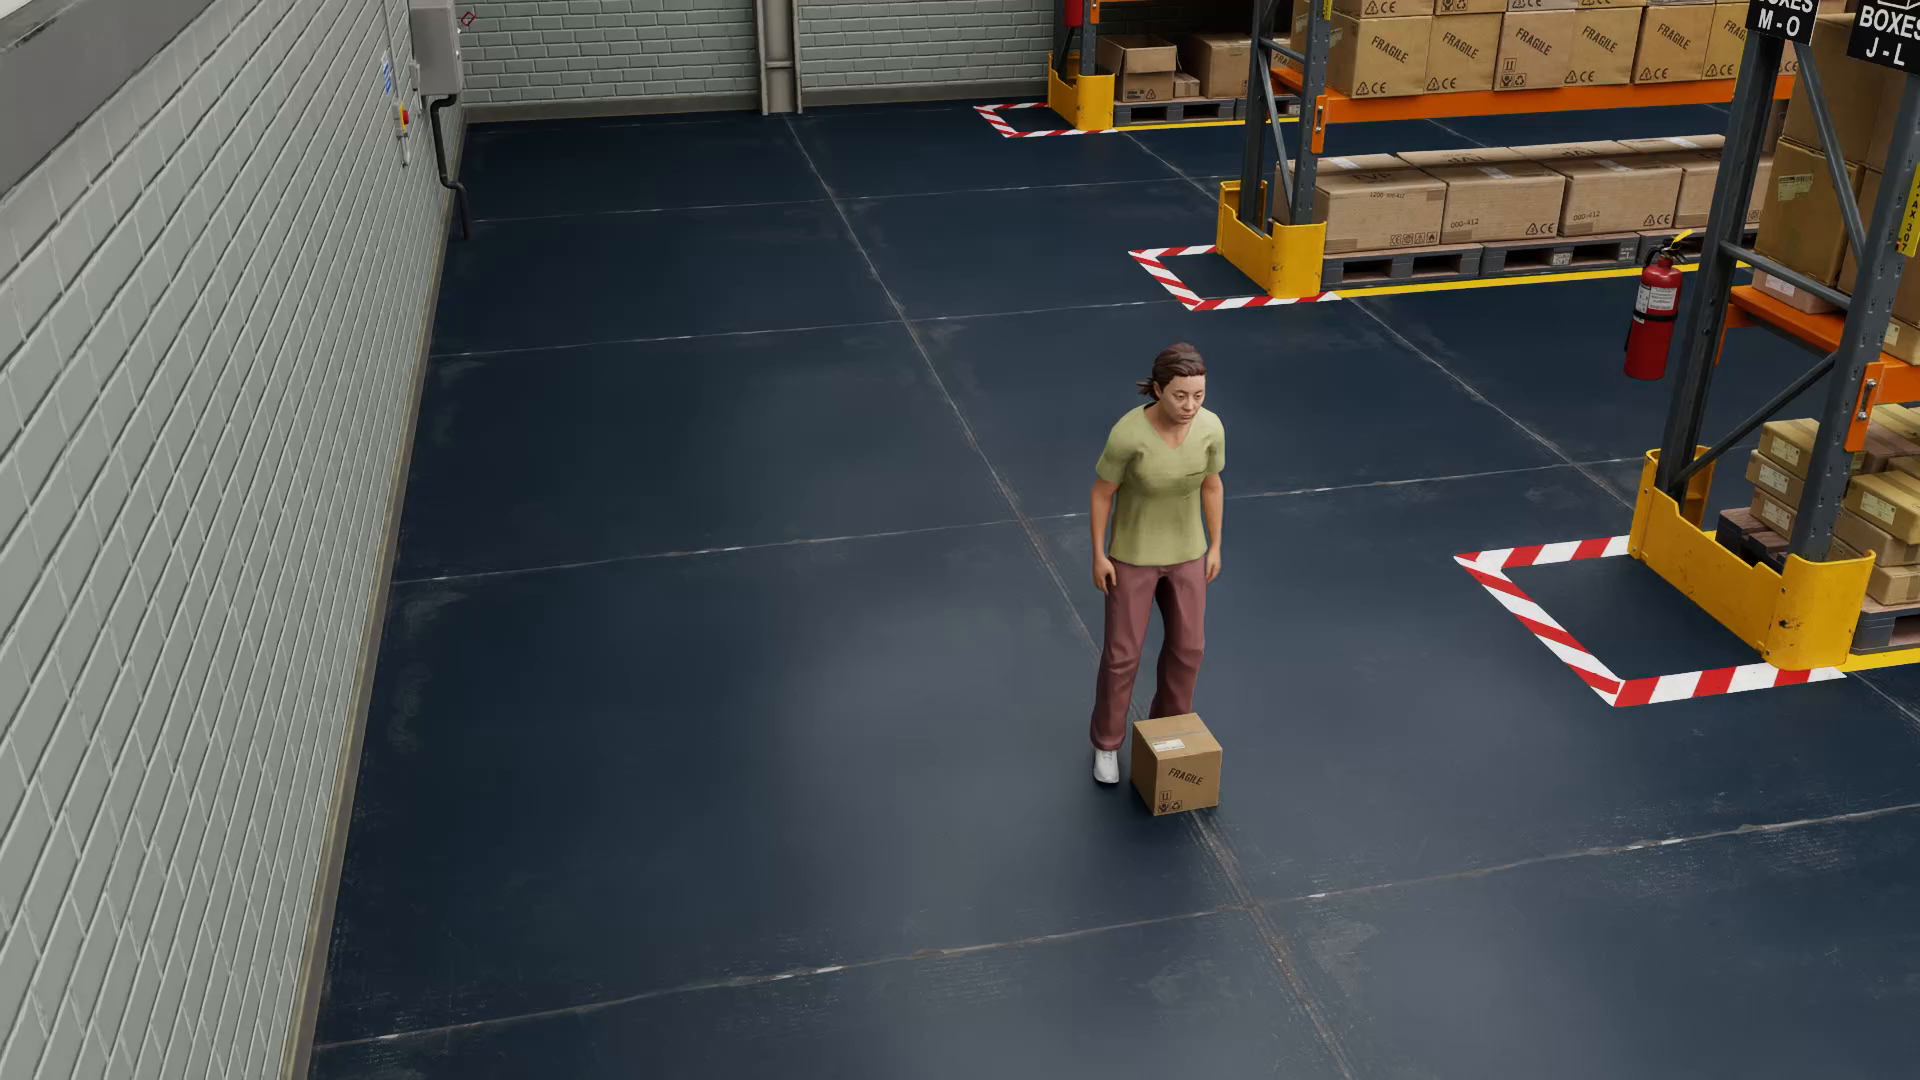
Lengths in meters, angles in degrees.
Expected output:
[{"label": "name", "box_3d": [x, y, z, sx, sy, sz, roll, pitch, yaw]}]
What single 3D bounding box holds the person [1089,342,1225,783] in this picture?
[{"label": "person", "box_3d": [0.714, 0.085, 5.974, 0.497, 1.651, 0.360, -6, 27, -12]}]
